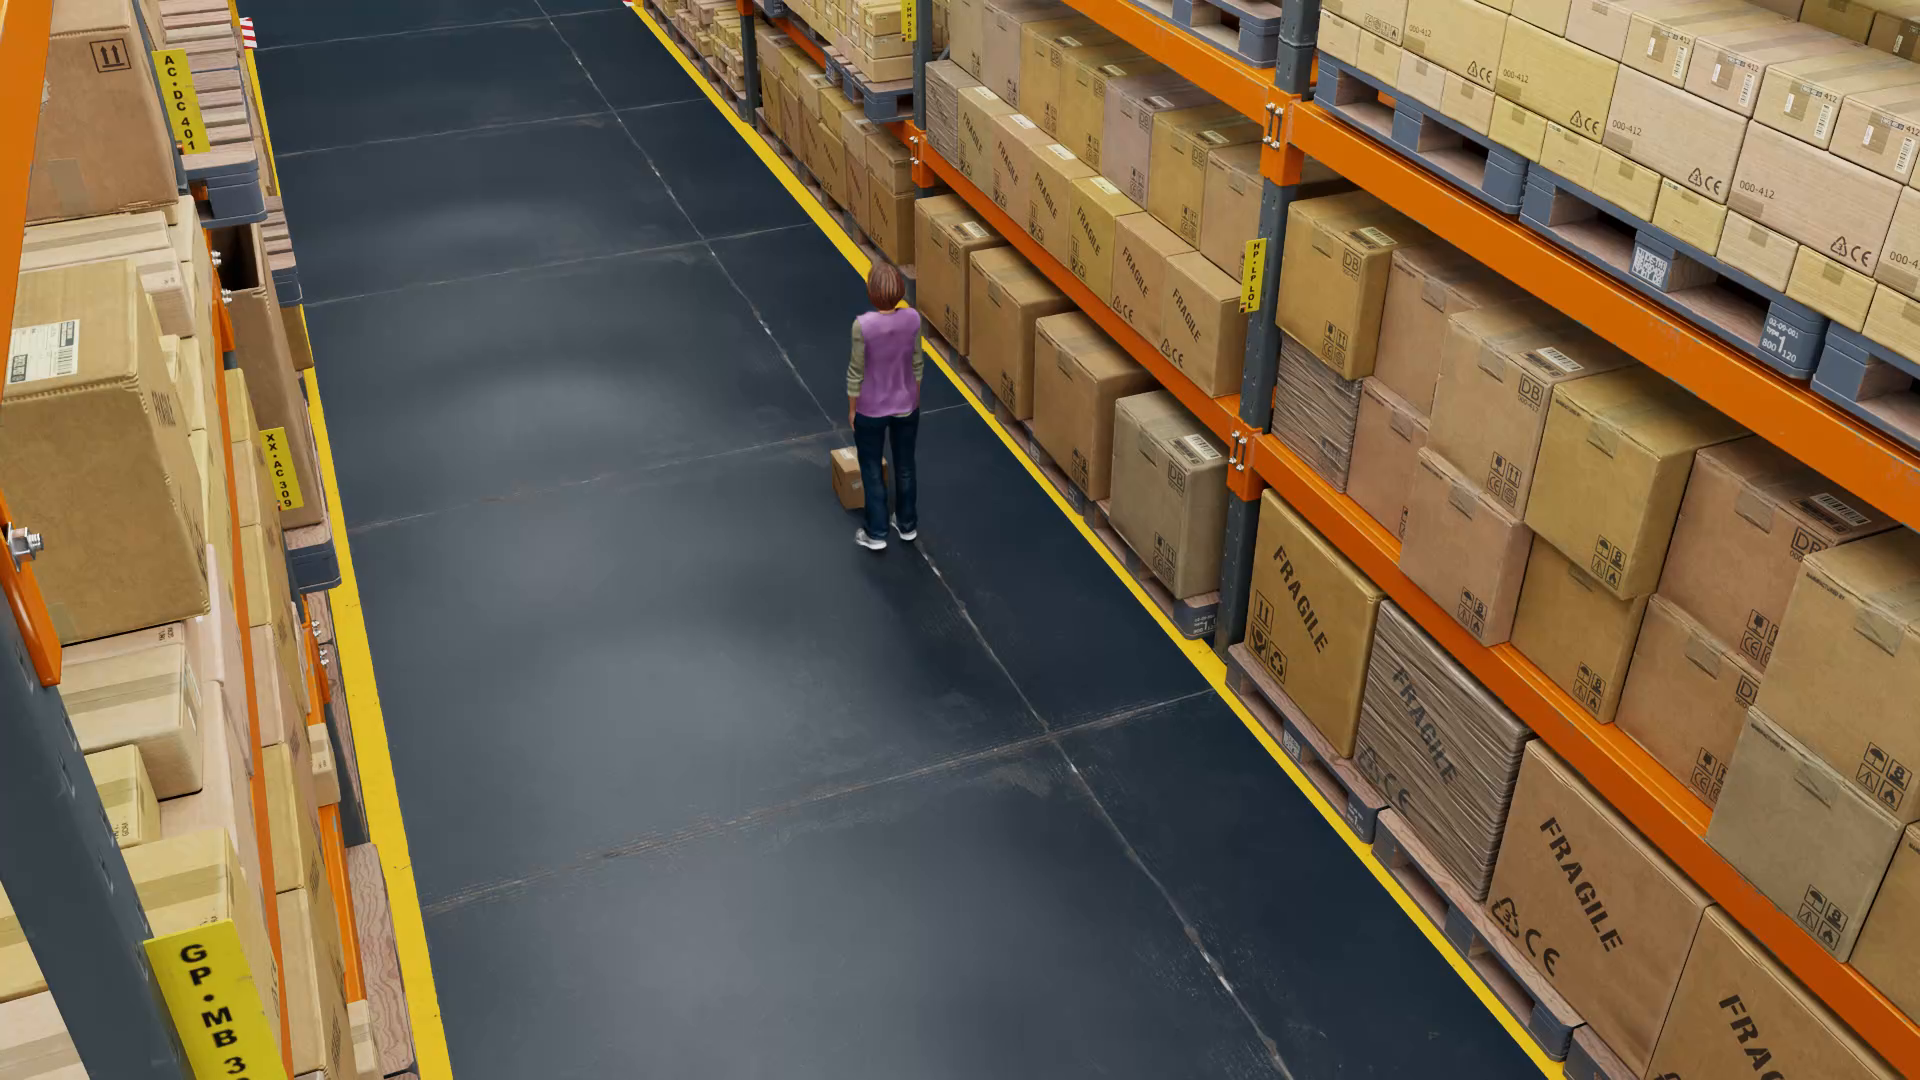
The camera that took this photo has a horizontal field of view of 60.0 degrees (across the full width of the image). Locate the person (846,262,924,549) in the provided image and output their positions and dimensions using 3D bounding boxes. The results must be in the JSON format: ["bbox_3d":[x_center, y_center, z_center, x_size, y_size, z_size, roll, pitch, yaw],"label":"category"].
[{"bbox_3d":[-0.388,-0.675,8.546,0.413,1.627,0.330,-12,36,-18],"label":"person"}]
